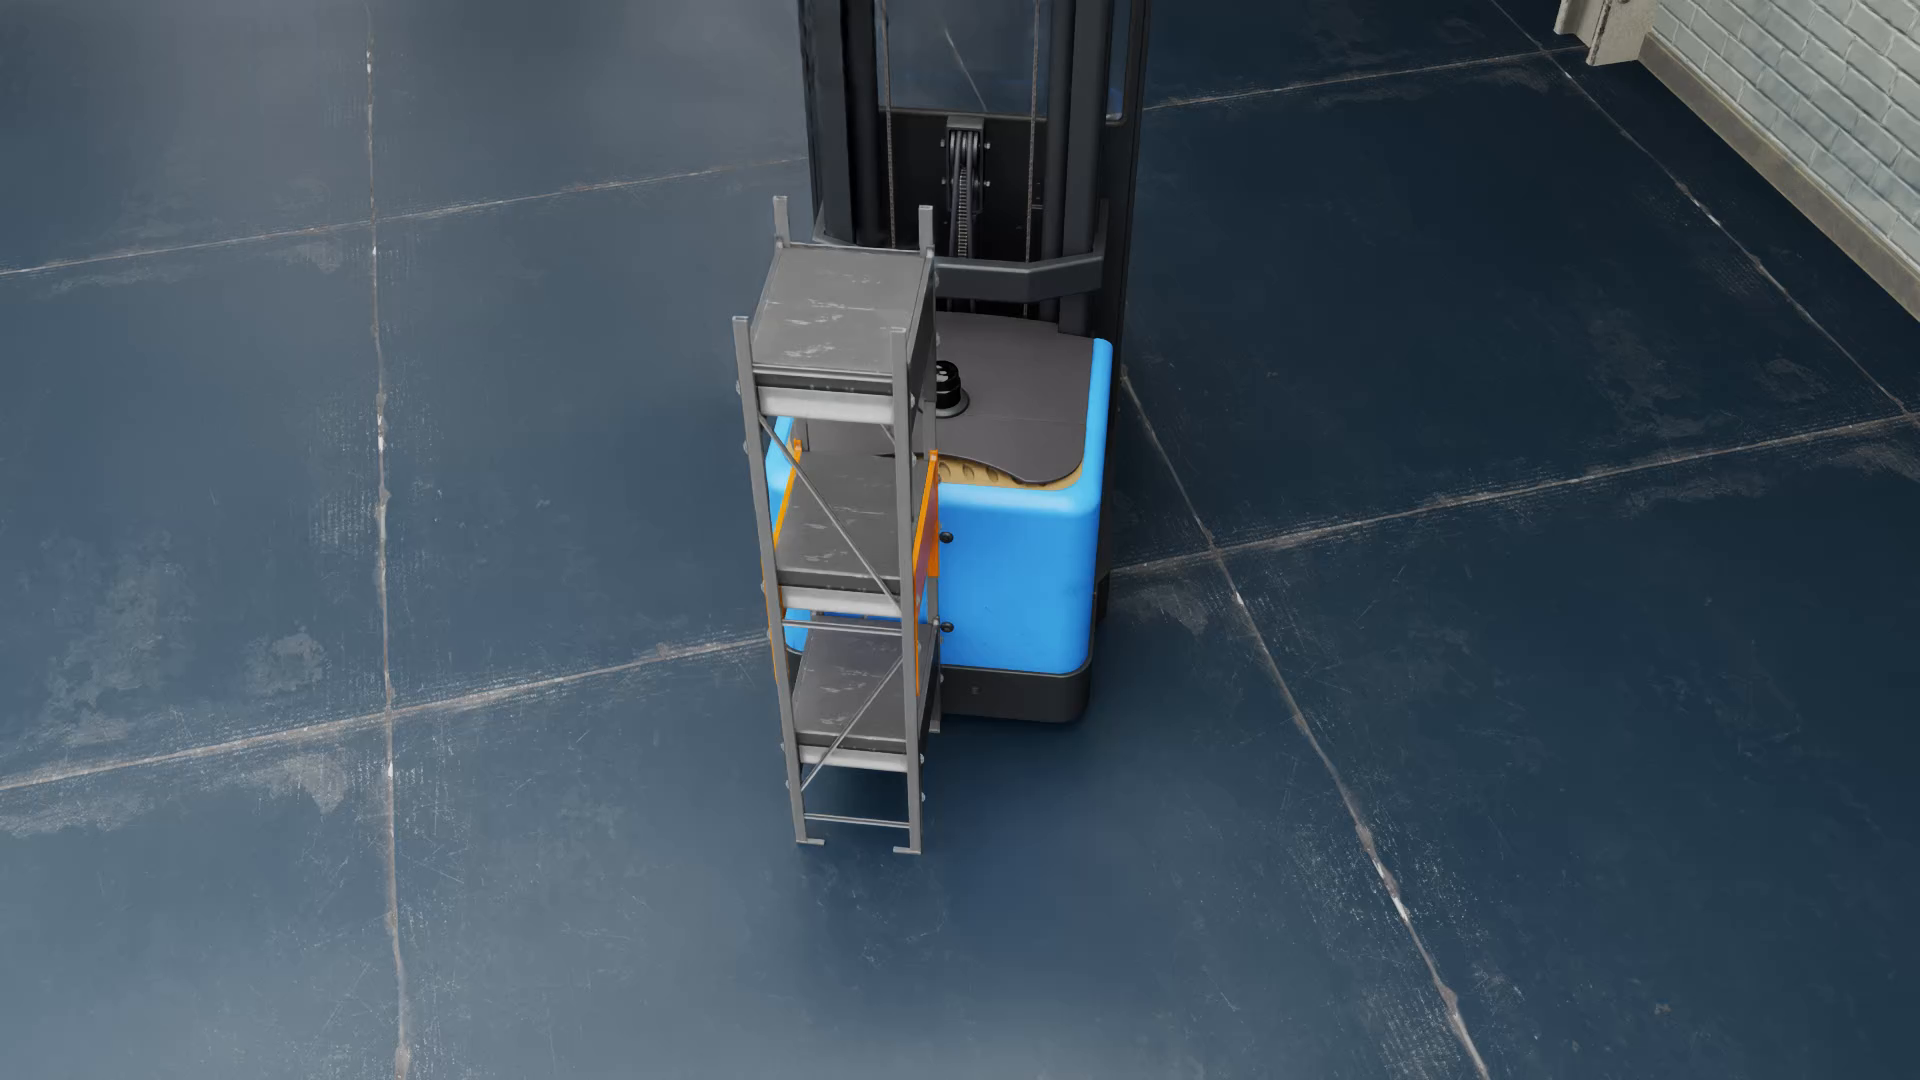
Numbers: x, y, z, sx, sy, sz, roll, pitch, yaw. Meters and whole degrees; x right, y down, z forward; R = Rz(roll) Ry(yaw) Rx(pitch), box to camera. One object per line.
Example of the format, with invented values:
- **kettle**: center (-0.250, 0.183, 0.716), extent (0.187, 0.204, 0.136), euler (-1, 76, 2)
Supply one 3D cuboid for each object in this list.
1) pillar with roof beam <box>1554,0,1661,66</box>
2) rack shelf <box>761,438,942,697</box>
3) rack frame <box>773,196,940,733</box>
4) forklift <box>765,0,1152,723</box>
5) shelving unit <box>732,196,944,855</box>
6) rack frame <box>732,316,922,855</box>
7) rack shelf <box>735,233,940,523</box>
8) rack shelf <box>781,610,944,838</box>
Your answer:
- **pillar with roof beam**: center (-0.774, -4.999, 4.848), extent (9.100, 9.000, 0.400), euler (-11, 47, -10)
- **rack shelf**: center (-0.294, 0.079, 4.722), extent (0.431, 0.518, 0.480), euler (5, 46, 5)
- **rack frame**: center (-0.266, -0.104, 4.882), extent (0.400, 2.100, 0.015), euler (5, 46, 5)
- **forklift**: center (0.071, -1.473, 5.642), extent (1.130, 2.935, 3.031), euler (5, 46, 5)
- **shelving unit**: center (-0.294, 0.069, 4.712), extent (0.431, 2.100, 0.503), euler (5, 46, 5)
- **rack frame**: center (-0.322, 0.242, 4.542), extent (0.400, 2.100, 0.015), euler (5, 46, 5)
- **rack shelf**: center (-0.294, -0.411, 4.222), extent (0.431, 0.518, 0.480), euler (5, 46, 5)
- **rack shelf**: center (-0.294, 0.569, 5.222), extent (0.431, 0.518, 0.480), euler (5, 46, 5)
